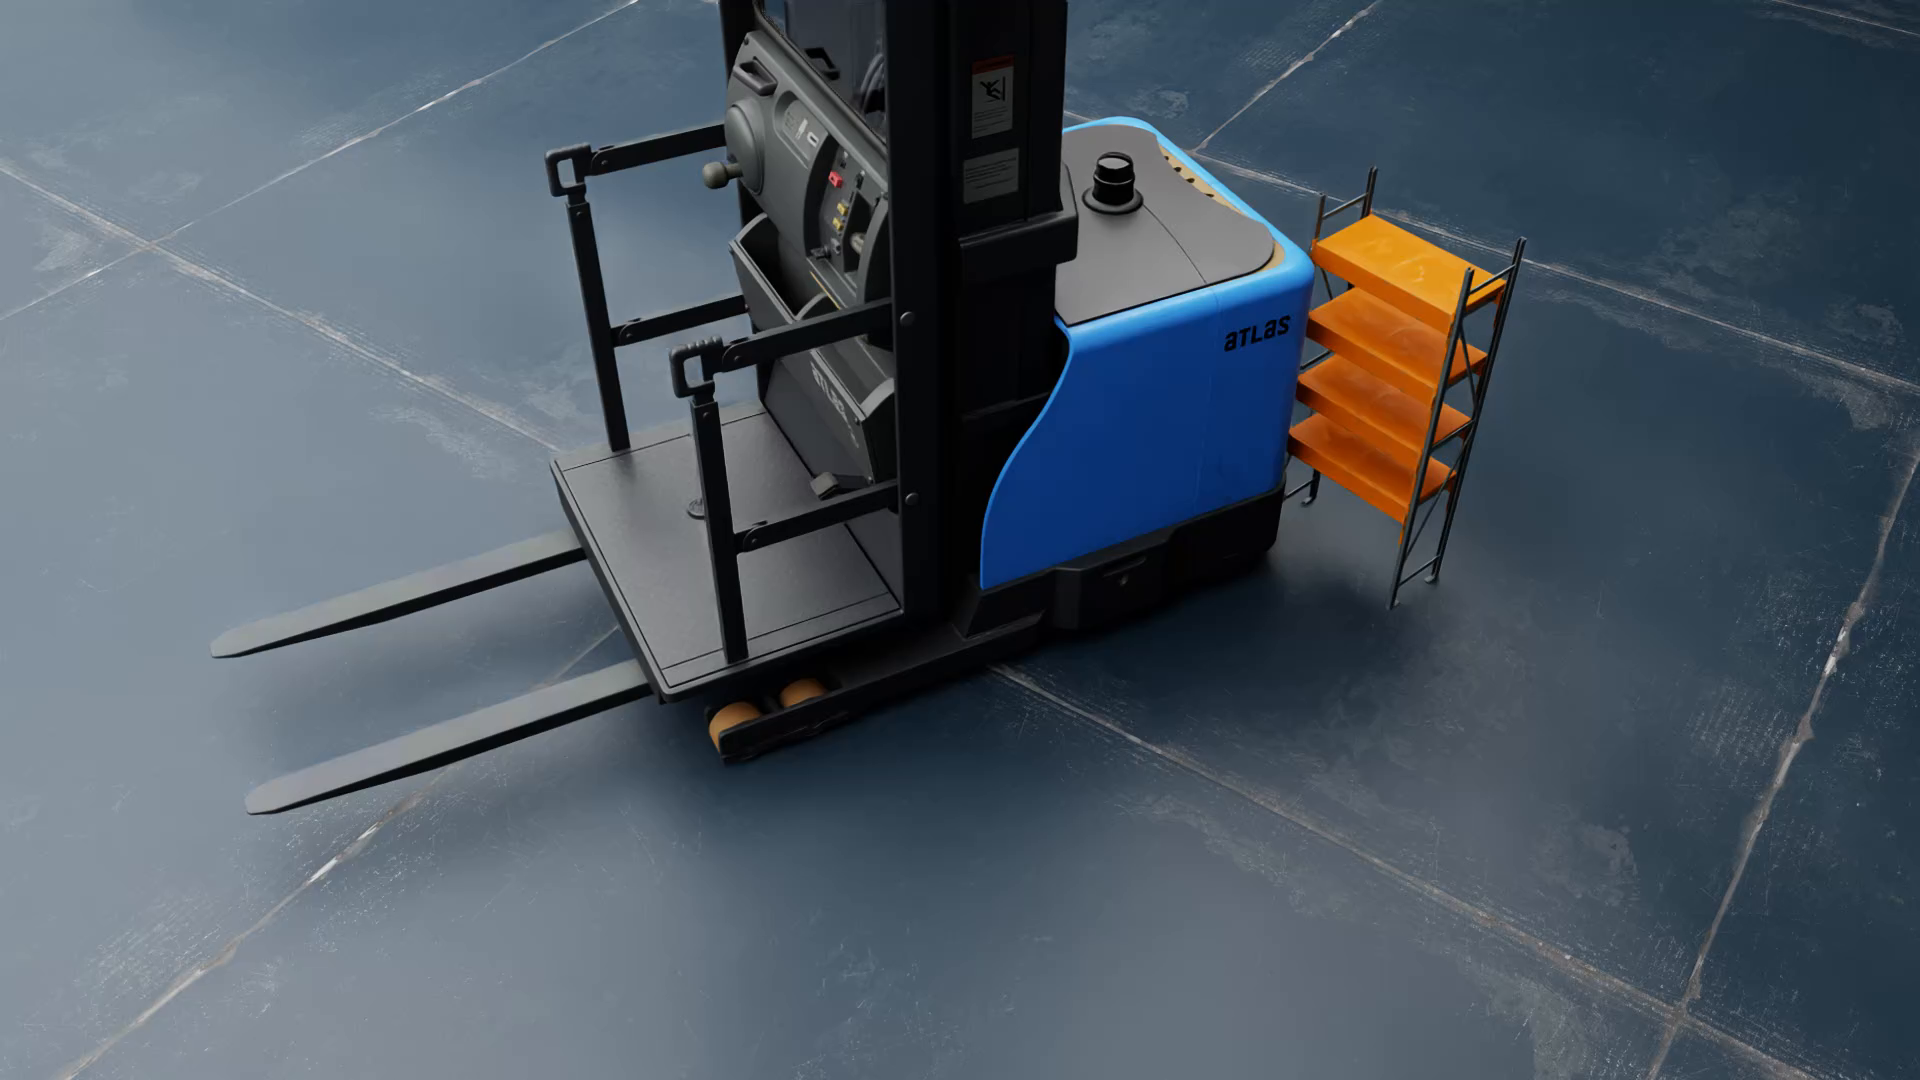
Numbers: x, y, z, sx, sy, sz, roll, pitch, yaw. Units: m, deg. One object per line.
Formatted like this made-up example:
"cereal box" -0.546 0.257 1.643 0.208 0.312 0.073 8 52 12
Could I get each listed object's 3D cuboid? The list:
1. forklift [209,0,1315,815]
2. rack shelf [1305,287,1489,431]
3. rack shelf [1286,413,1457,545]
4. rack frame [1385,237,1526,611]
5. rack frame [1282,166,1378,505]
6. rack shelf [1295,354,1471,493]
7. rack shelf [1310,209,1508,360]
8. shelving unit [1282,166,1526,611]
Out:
"forklift" -0.571 -0.890 4.047 3.031 2.935 1.130 -18 45 -19
"rack shelf" 1.220 -0.529 4.706 0.258 0.148 0.480 -30 50 -29
"rack shelf" 1.220 -0.214 4.988 0.258 0.148 0.480 -30 50 -29
"rack frame" 1.379 -0.288 4.672 0.240 1.200 0.015 -30 50 -29
"rack frame" 1.062 -0.536 4.949 0.240 1.200 0.015 -30 50 -29
"rack shelf" 1.220 -0.362 4.856 0.258 0.148 0.480 -30 50 -29
"rack shelf" 1.220 -0.705 4.549 0.258 0.148 0.480 -30 50 -29
"shelving unit" 1.220 -0.412 4.811 0.258 1.200 0.503 -30 50 -29
